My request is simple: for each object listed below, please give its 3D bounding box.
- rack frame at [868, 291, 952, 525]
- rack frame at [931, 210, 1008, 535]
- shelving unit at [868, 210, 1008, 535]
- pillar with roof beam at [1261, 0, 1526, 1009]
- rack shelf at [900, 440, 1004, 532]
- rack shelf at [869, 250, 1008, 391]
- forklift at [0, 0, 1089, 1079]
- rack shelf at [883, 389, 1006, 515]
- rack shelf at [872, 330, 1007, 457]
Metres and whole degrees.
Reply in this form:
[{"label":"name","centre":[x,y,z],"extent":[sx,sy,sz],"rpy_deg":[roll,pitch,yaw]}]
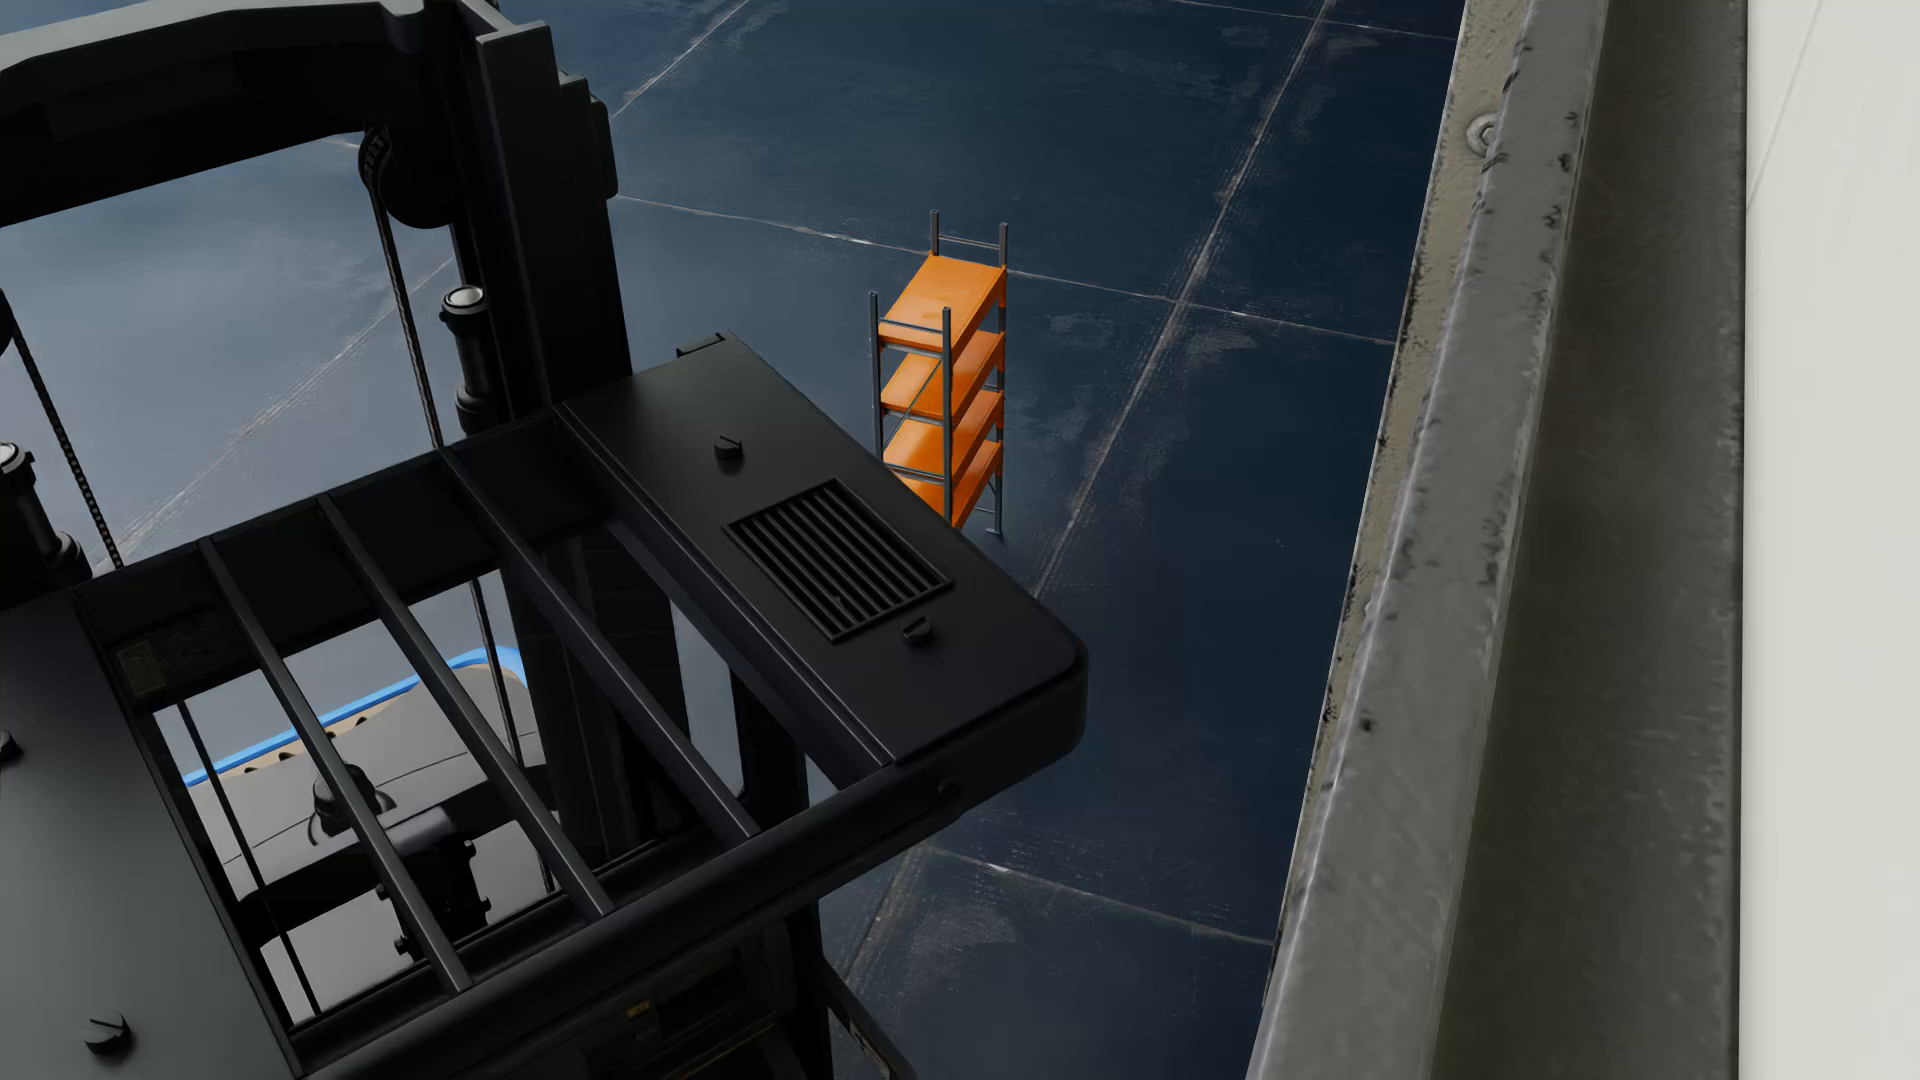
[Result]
[{"label":"rack frame","centre":[-0.140,-0.207,4.996],"extent":[0.240,1.200,0.015],"rpy_deg":[13,42,15]},{"label":"rack frame","centre":[0.027,-0.504,5.345],"extent":[0.240,1.200,0.015],"rpy_deg":[13,42,15]},{"label":"shelving unit","centre":[-0.057,-0.355,5.170],"extent":[0.258,1.200,0.503],"rpy_deg":[13,42,15]},{"label":"pillar with roof beam","centre":[-3.061,-3.262,2.568],"extent":[9.100,9.000,0.400],"rpy_deg":[13,42,15]},{"label":"rack shelf","centre":[-0.057,-0.153,5.343],"extent":[0.258,0.148,0.480],"rpy_deg":[13,42,15]},{"label":"rack shelf","centre":[-0.057,-0.654,4.915],"extent":[0.258,0.148,0.480],"rpy_deg":[13,42,15]},{"label":"forklift","centre":[-0.557,0.871,2.399],"extent":[1.130,2.935,3.031],"rpy_deg":[-25,47,-27]},{"label":"rack shelf","centre":[-0.057,-0.304,5.214],"extent":[0.258,0.148,0.480],"rpy_deg":[13,42,15]},{"label":"rack shelf","centre":[-0.057,-0.474,5.069],"extent":[0.258,0.148,0.480],"rpy_deg":[13,42,15]}]
